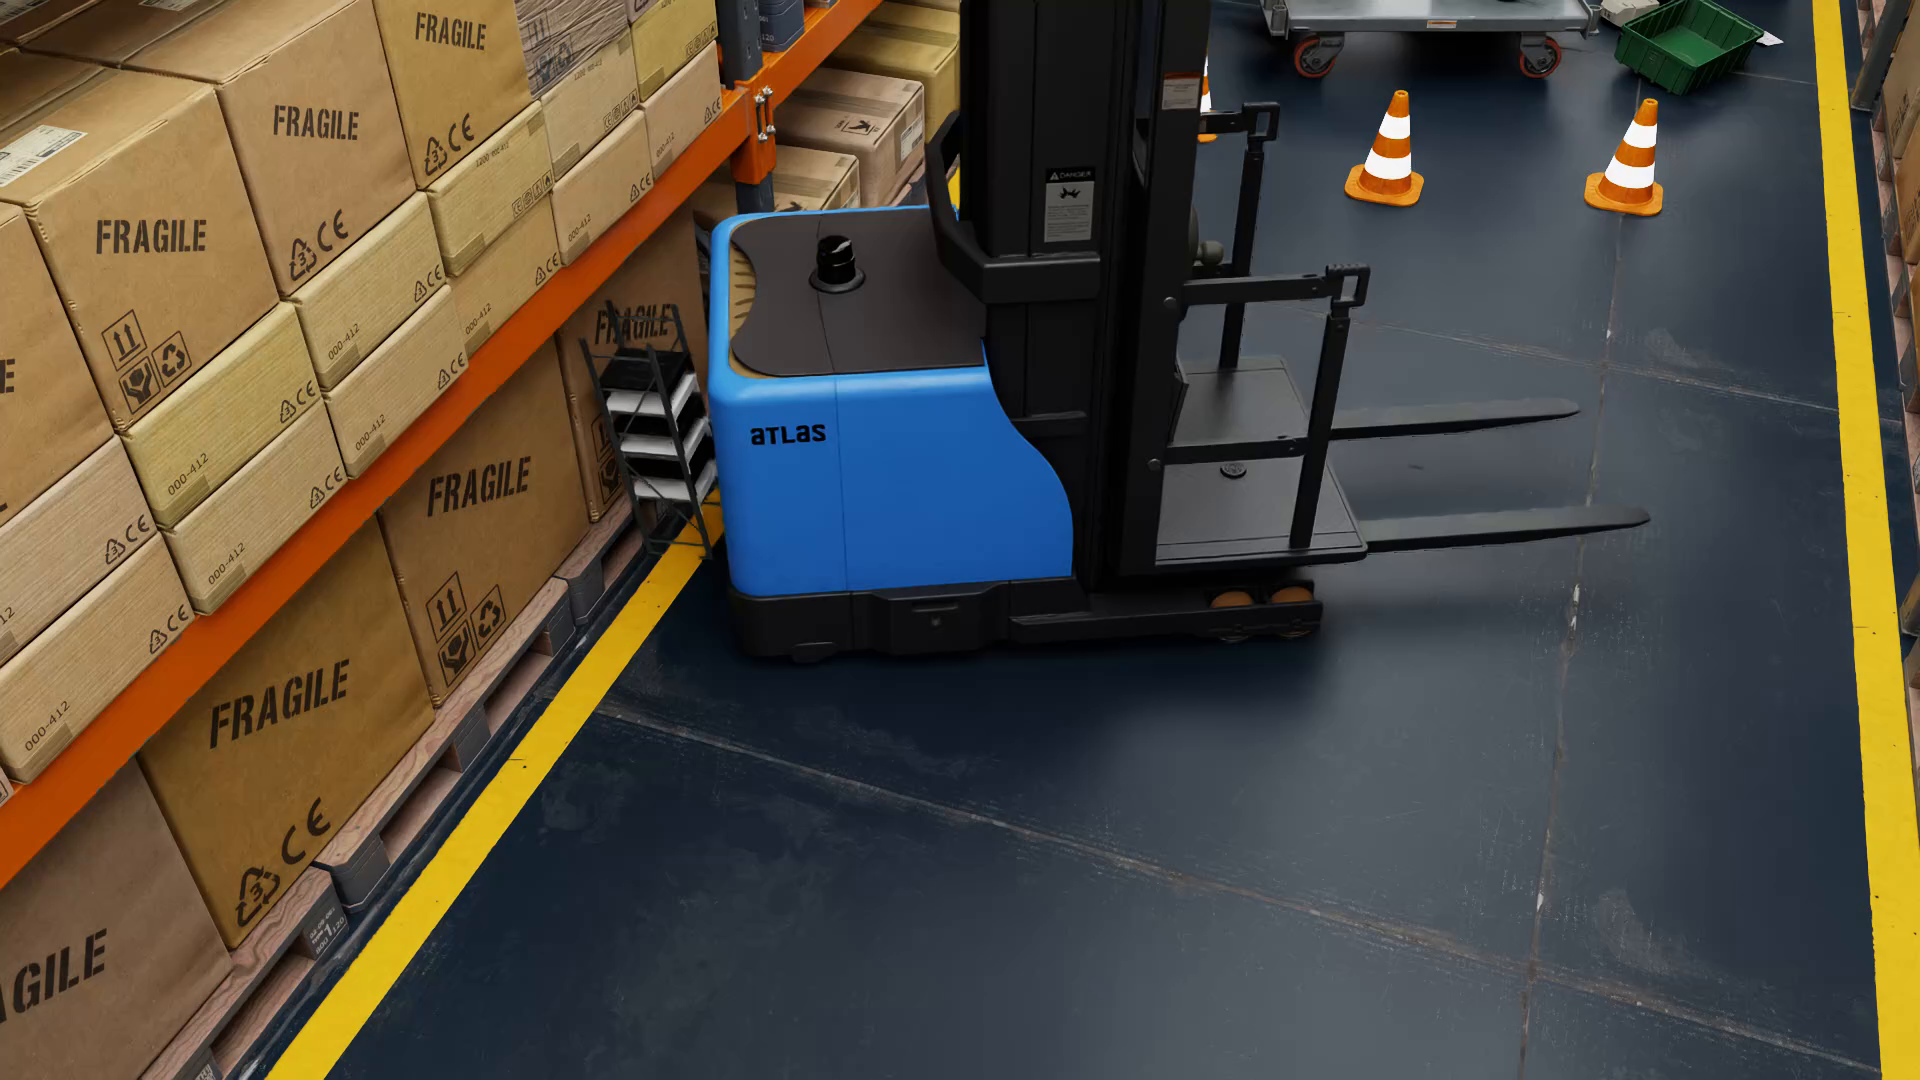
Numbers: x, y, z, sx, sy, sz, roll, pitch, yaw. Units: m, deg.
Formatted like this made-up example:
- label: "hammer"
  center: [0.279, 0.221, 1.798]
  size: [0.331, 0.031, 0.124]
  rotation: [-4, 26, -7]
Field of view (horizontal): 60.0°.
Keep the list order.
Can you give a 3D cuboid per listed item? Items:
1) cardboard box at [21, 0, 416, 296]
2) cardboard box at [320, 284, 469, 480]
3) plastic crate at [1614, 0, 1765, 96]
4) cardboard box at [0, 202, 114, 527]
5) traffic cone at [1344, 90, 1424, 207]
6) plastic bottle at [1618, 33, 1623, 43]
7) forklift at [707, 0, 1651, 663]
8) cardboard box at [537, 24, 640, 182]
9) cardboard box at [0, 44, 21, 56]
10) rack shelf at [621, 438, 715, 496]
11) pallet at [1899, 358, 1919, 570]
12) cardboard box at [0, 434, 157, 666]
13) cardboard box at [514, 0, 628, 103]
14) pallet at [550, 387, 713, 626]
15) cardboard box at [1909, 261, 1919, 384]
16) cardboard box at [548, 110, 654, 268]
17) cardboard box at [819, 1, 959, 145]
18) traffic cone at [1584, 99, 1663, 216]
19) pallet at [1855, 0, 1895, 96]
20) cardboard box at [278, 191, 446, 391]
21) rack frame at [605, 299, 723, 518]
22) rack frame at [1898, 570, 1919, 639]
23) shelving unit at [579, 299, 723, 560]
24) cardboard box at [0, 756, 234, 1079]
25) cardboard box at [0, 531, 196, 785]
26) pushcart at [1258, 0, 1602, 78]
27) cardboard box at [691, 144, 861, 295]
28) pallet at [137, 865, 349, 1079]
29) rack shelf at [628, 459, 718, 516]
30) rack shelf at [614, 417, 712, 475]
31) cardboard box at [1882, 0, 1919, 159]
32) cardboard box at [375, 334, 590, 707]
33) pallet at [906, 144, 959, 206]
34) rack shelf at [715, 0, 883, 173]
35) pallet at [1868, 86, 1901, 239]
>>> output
- label: "cardboard box"
  center: [-1.602, -0.917, 3.666]
  size: [0.500, 0.500, 0.500]
  rotation: [13, 42, 14]
- label: "cardboard box"
  center: [-1.572, -0.436, 4.066]
  size: [0.500, 0.250, 0.500]
  rotation: [13, 42, 14]
- label: "plastic crate"
  center: [3.735, -2.547, 8.546]
  size: [0.662, 0.188, 0.450]
  rotation: [-29, 58, -29]
- label: "cardboard box"
  center: [-1.947, -0.295, 2.937]
  size: [0.500, 0.500, 0.500]
  rotation: [13, 42, 15]
- label: "traffic cone"
  center: [1.952, -1.804, 7.508]
  size: [0.336, 0.463, 0.334]
  rotation: [13, 42, 15]
- label: "plastic bottle"
  center: [3.583, -2.584, 8.731]
  size: [0.133, 0.061, 0.283]
  rotation: [-7, 41, -8]
- label: "forklift"
  center: [0.743, -1.128, 4.814]
  size: [3.031, 2.935, 1.130]
  rotation: [-4, 41, -4]
- label: "cardboard box"
  center: [-1.246, -1.263, 4.650]
  size: [0.500, 0.250, 0.500]
  rotation: [12, 42, 14]
- label: "cardboard box"
  center: [-2.237, -0.724, 3.440]
  size: [0.500, 0.500, 0.500]
  rotation: [15, 43, 16]
- label: "rack shelf"
  center: [-0.952, -0.251, 5.460]
  size: [0.258, 0.077, 0.200]
  rotation: [5, 45, 14]
- label: "pallet"
  center: [3.879, -0.162, 5.777]
  size: [1.003, 0.211, 1.213]
  rotation: [13, 42, 15]
- label: "cardboard box"
  center: [-1.948, -0.019, 3.191]
  size: [0.500, 0.250, 0.500]
  rotation: [14, 42, 16]
- label: "cardboard box"
  center: [-1.246, -1.526, 4.380]
  size: [0.500, 0.500, 0.500]
  rotation: [14, 42, 16]
- label: "pallet"
  center: [-1.488, -0.270, 5.904]
  size: [1.003, 0.211, 1.213]
  rotation: [13, 42, 15]
- label: "cardboard box"
  center: [4.127, -0.948, 5.959]
  size: [1.050, 0.750, 0.750]
  rotation: [14, 42, 16]
- label: "cardboard box"
  center: [-1.237, -1.057, 4.793]
  size: [0.500, 0.250, 0.500]
  rotation: [14, 42, 16]
- label: "cardboard box"
  center: [-0.436, -2.211, 7.731]
  size: [0.950, 0.372, 0.625]
  rotation: [15, 43, 17]
- label: "traffic cone"
  center: [3.029, -1.750, 7.445]
  size: [0.336, 0.463, 0.334]
  rotation: [13, 42, 15]
- label: "pallet"
  center: [5.240, -2.584, 8.616]
  size: [1.003, 0.211, 1.213]
  rotation: [13, 42, 15]
- label: "cardboard box"
  center: [-1.580, -0.630, 3.907]
  size: [0.500, 0.250, 0.500]
  rotation: [12, 42, 14]
- label: "rack frame"
  center: [-0.940, -0.410, 5.446]
  size: [0.240, 0.900, 0.006]
  rotation: [5, 45, 14]
- label: "rack frame"
  center: [3.538, -0.758, 4.328]
  size: [1.000, 3.000, 0.127]
  rotation: [13, 42, 15]
- label: "shelving unit"
  center: [-0.965, -0.340, 5.376]
  size: [0.258, 0.900, 0.210]
  rotation: [5, 45, 14]
- label: "cardboard box"
  center: [-2.379, 0.897, 3.701]
  size: [0.875, 0.875, 0.875]
  rotation: [15, 43, 16]
- label: "cardboard box"
  center: [-1.941, 0.176, 3.349]
  size: [0.500, 0.250, 0.500]
  rotation: [12, 42, 14]
- label: "pushcart"
  center: [2.380, -2.762, 8.696]
  size: [1.648, 0.377, 0.936]
  rotation: [0, 40, 0]
- label: "cardboard box"
  center: [-0.945, -1.298, 6.661]
  size: [0.950, 0.372, 0.625]
  rotation: [11, 42, 12]
- label: "pallet"
  center: [-2.323, 1.218, 4.160]
  size: [1.003, 0.211, 1.213]
  rotation: [13, 42, 15]
- label: "rack shelf"
  center: [-0.942, -0.186, 5.522]
  size: [0.258, 0.077, 0.200]
  rotation: [5, 45, 14]
- label: "rack shelf"
  center: [-0.961, -0.316, 5.399]
  size: [0.258, 0.077, 0.200]
  rotation: [5, 45, 14]
- label: "cardboard box"
  center: [4.779, -2.103, 7.314]
  size: [1.050, 0.750, 0.750]
  rotation: [13, 42, 15]
- label: "cardboard box"
  center: [-1.771, -0.201, 4.988]
  size: [0.875, 0.875, 0.875]
  rotation: [14, 42, 16]
- label: "pallet"
  center: [-0.460, -1.952, 7.876]
  size: [1.003, 0.211, 1.213]
  rotation: [13, 42, 15]
- label: "rack shelf"
  center: [-0.464, -2.741, 7.206]
  size: [1.077, 0.370, 4.000]
  rotation: [13, 42, 15]
- label: "pallet"
  center: [4.713, -1.650, 7.521]
  size: [1.003, 0.211, 1.213]
  rotation: [13, 42, 15]
